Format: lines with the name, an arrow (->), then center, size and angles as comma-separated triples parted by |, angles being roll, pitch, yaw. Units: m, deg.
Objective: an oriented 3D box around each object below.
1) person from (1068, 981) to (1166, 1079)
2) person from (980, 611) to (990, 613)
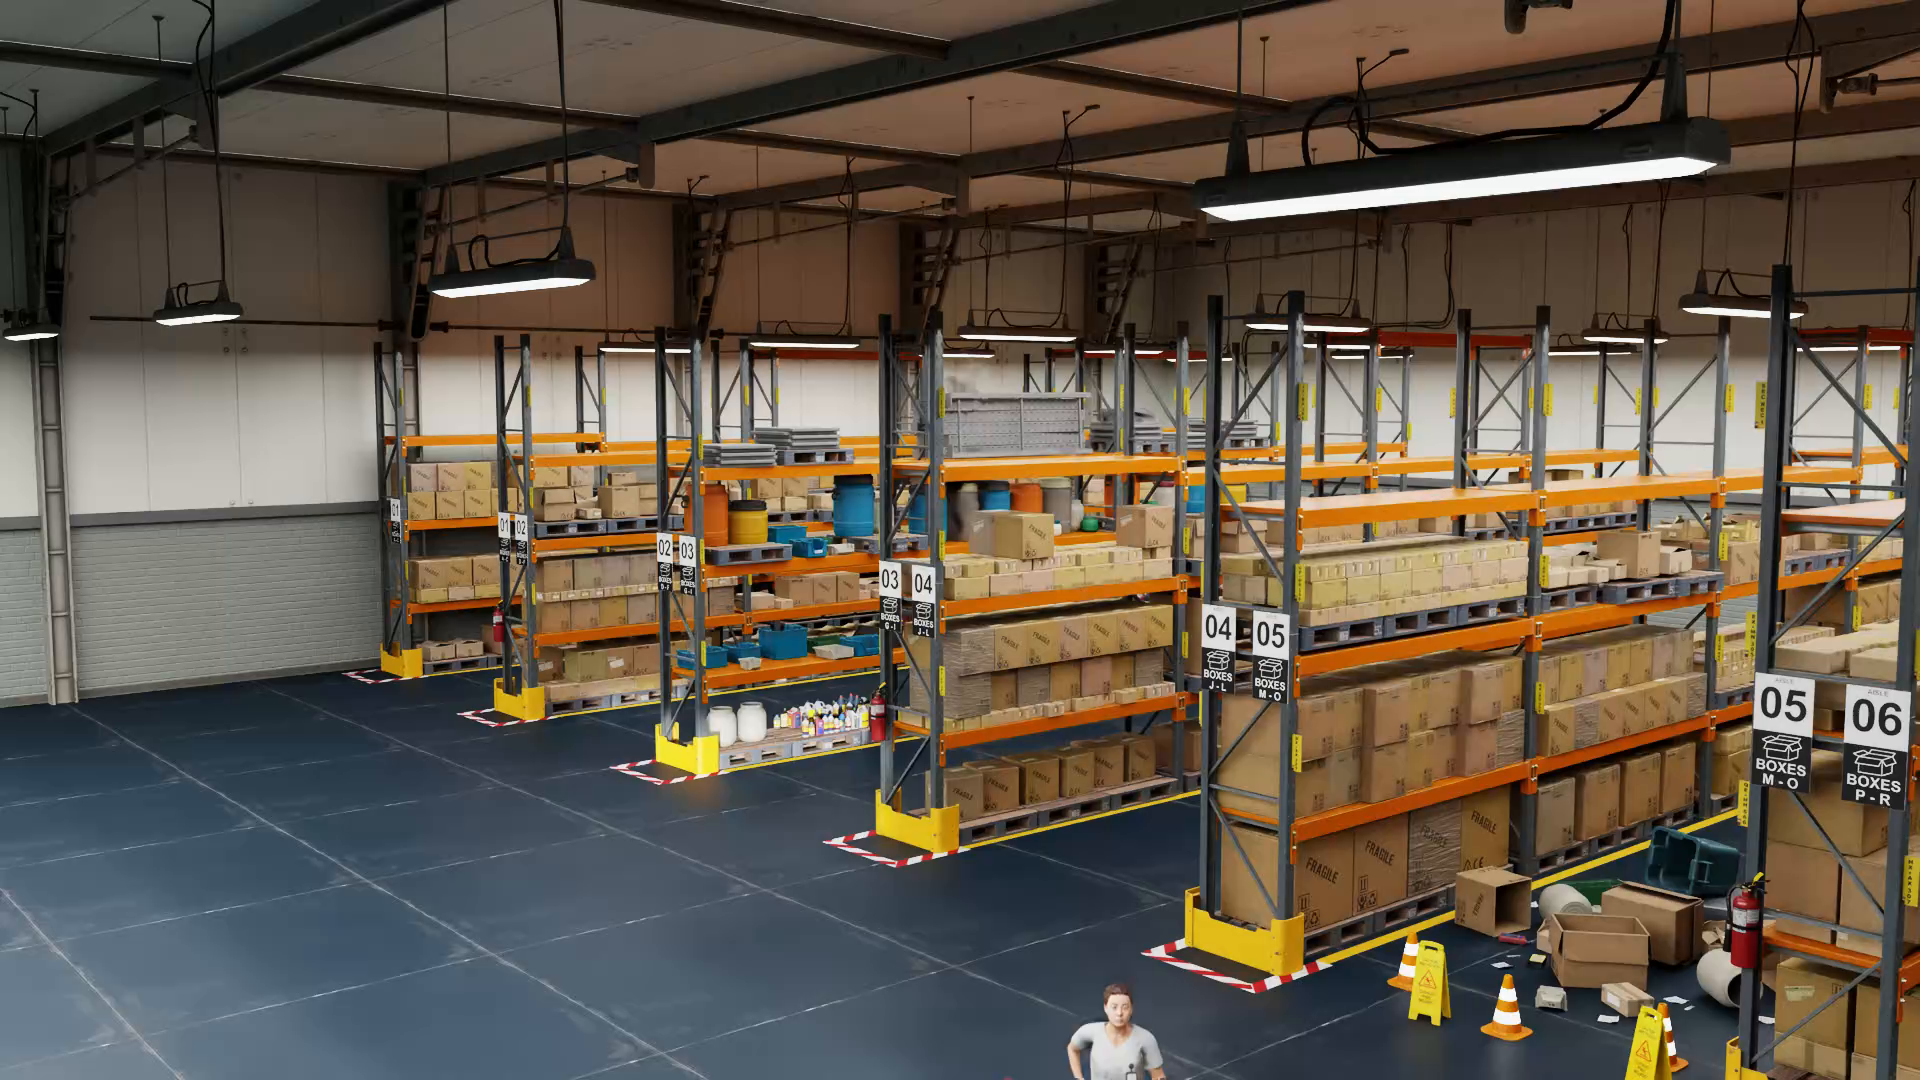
person -> 0.923, 3.429, 9.802 | 0.564, 1.691, 0.945 | 0, 5, 1
person -> 0.484, 1.410, 29.190 | 0.590, 1.794, 0.707 | 5, 7, 41
